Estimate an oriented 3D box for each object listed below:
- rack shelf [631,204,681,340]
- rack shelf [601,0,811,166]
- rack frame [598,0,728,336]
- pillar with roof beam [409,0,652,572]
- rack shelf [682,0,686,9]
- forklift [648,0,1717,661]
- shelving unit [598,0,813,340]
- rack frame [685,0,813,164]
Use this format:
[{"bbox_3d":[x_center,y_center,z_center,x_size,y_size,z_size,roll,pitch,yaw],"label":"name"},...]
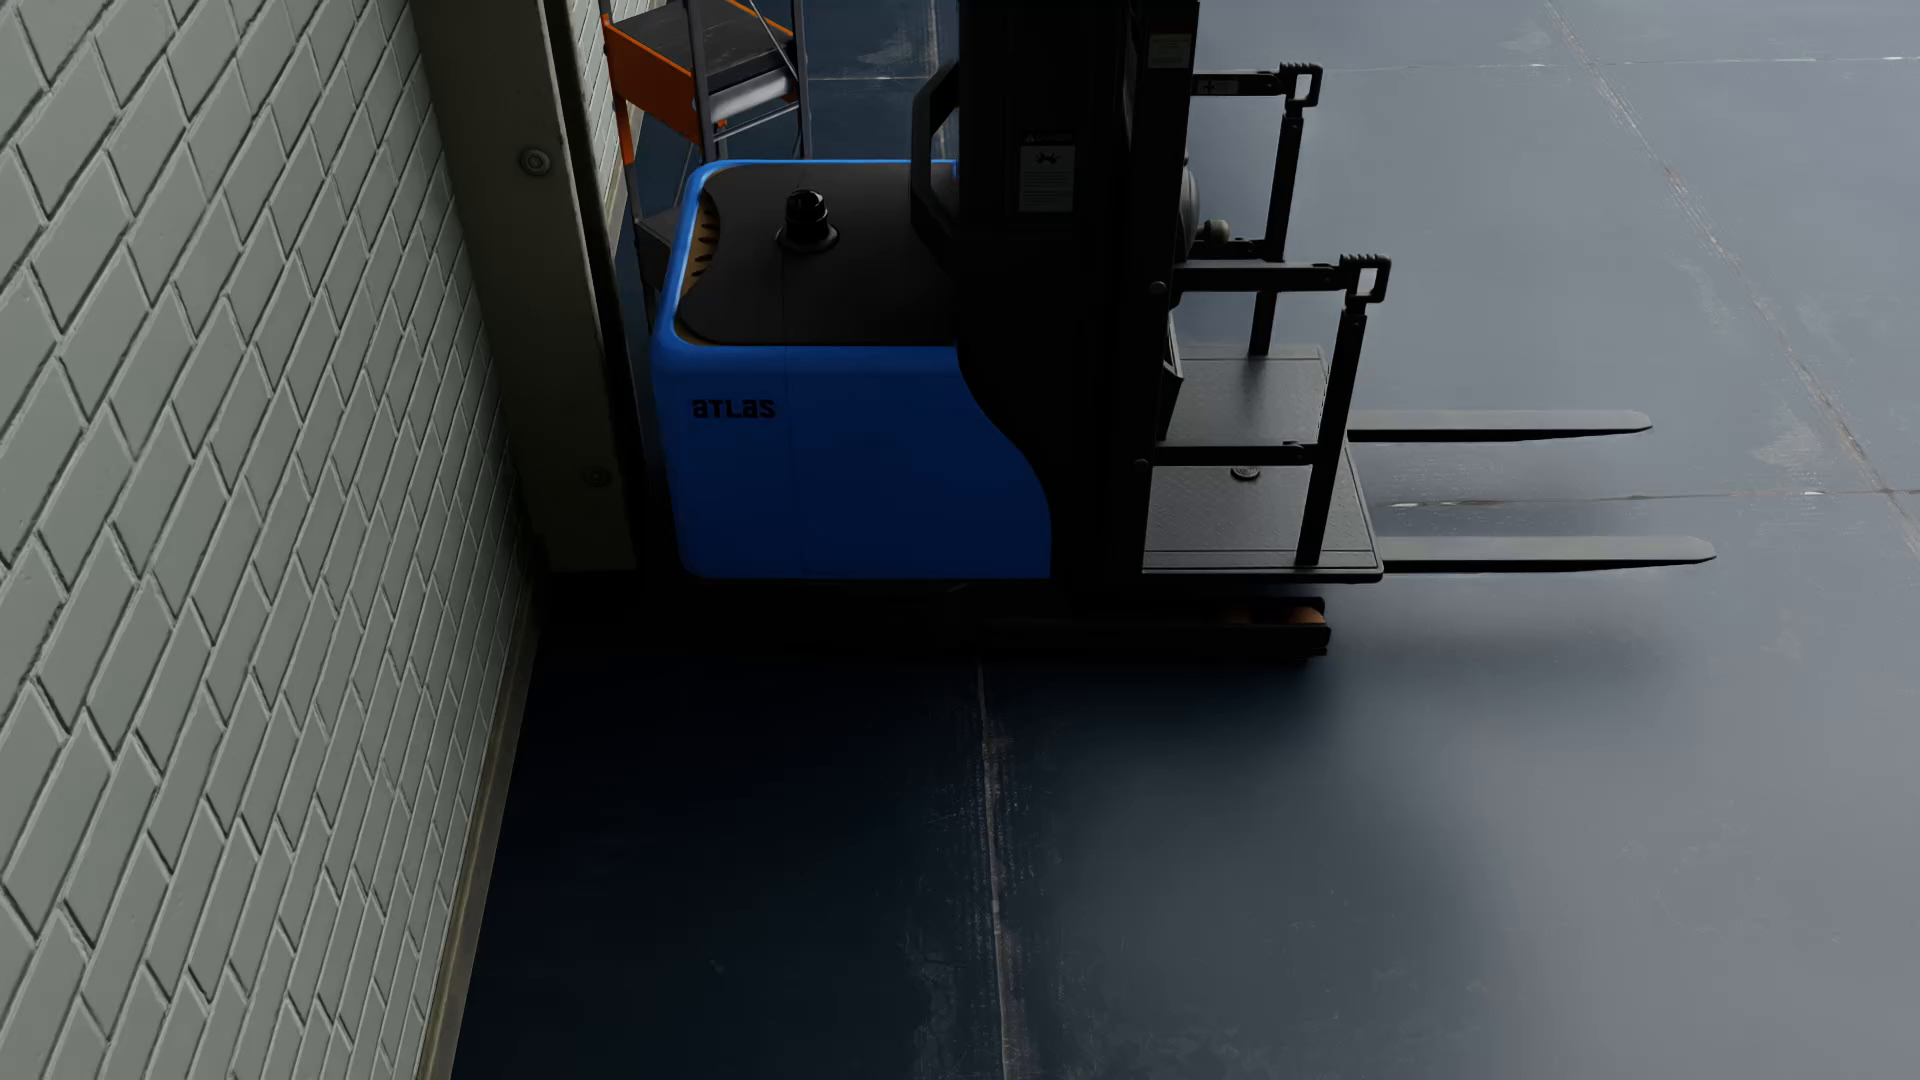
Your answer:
[{"bbox_3d":[-0.787,-0.873,5.705,0.431,0.518,0.480,-32,51,-30],"label":"rack shelf"},{"bbox_3d":[-0.787,-1.389,5.232,0.431,0.518,0.480,-32,51,-30],"label":"rack shelf"},{"bbox_3d":[-0.951,-1.522,5.356,0.400,2.100,0.015,-32,51,-30],"label":"rack frame"},{"bbox_3d":[3.147,-3.481,2.388,9.100,9.000,0.400,-2,43,-2],"label":"pillar with roof beam"},{"bbox_3d":[-0.787,-1.905,4.759,0.431,0.518,0.480,-32,51,-30],"label":"rack shelf"},{"bbox_3d":[0.703,-1.089,4.269,3.031,2.935,1.130,0,43,0],"label":"forklift"},{"bbox_3d":[-0.787,-1.399,5.223,0.431,2.100,0.503,-32,51,-30],"label":"shelving unit"},{"bbox_3d":[-0.623,-1.277,5.090,0.400,2.100,0.015,-32,51,-30],"label":"rack frame"}]
